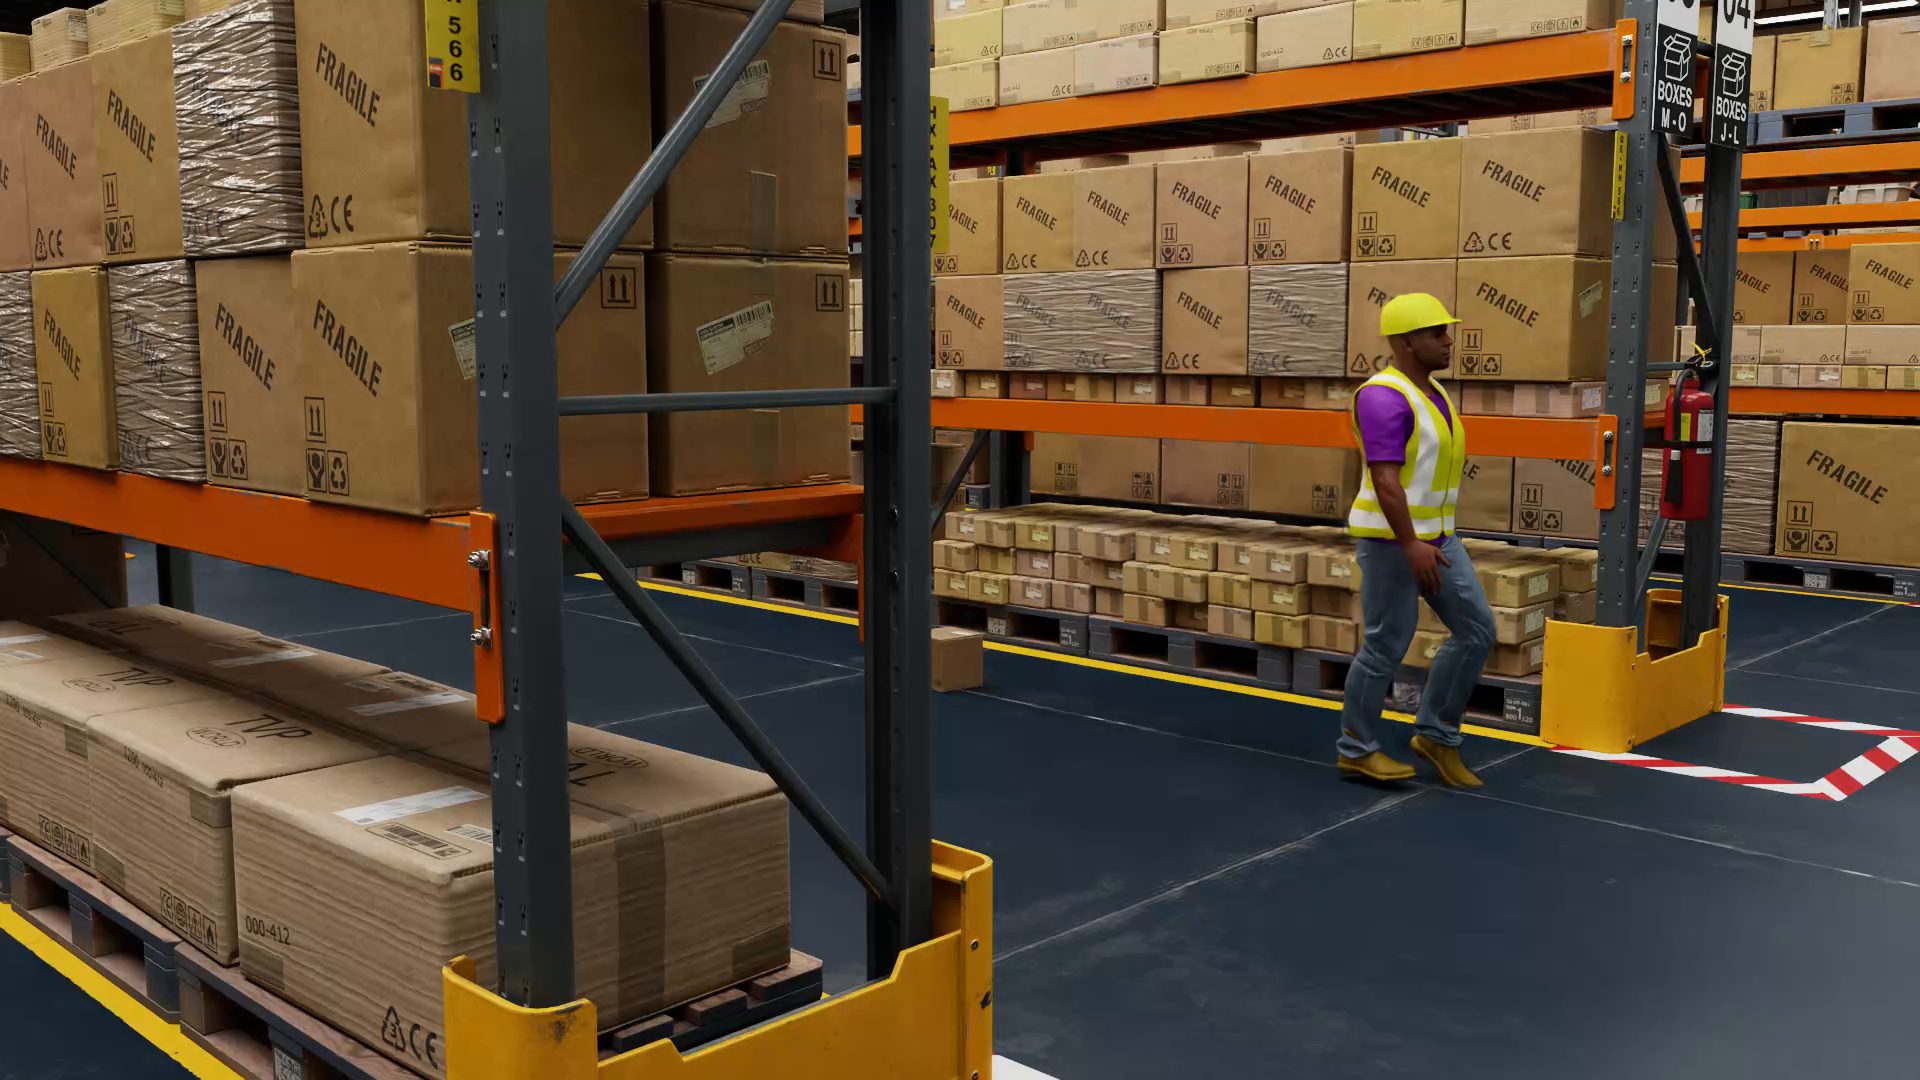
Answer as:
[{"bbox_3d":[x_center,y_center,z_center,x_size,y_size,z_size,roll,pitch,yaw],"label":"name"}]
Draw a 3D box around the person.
[{"bbox_3d":[1.619,0.028,5.968,0.529,1.809,0.584,6,9,41],"label":"person"}]
